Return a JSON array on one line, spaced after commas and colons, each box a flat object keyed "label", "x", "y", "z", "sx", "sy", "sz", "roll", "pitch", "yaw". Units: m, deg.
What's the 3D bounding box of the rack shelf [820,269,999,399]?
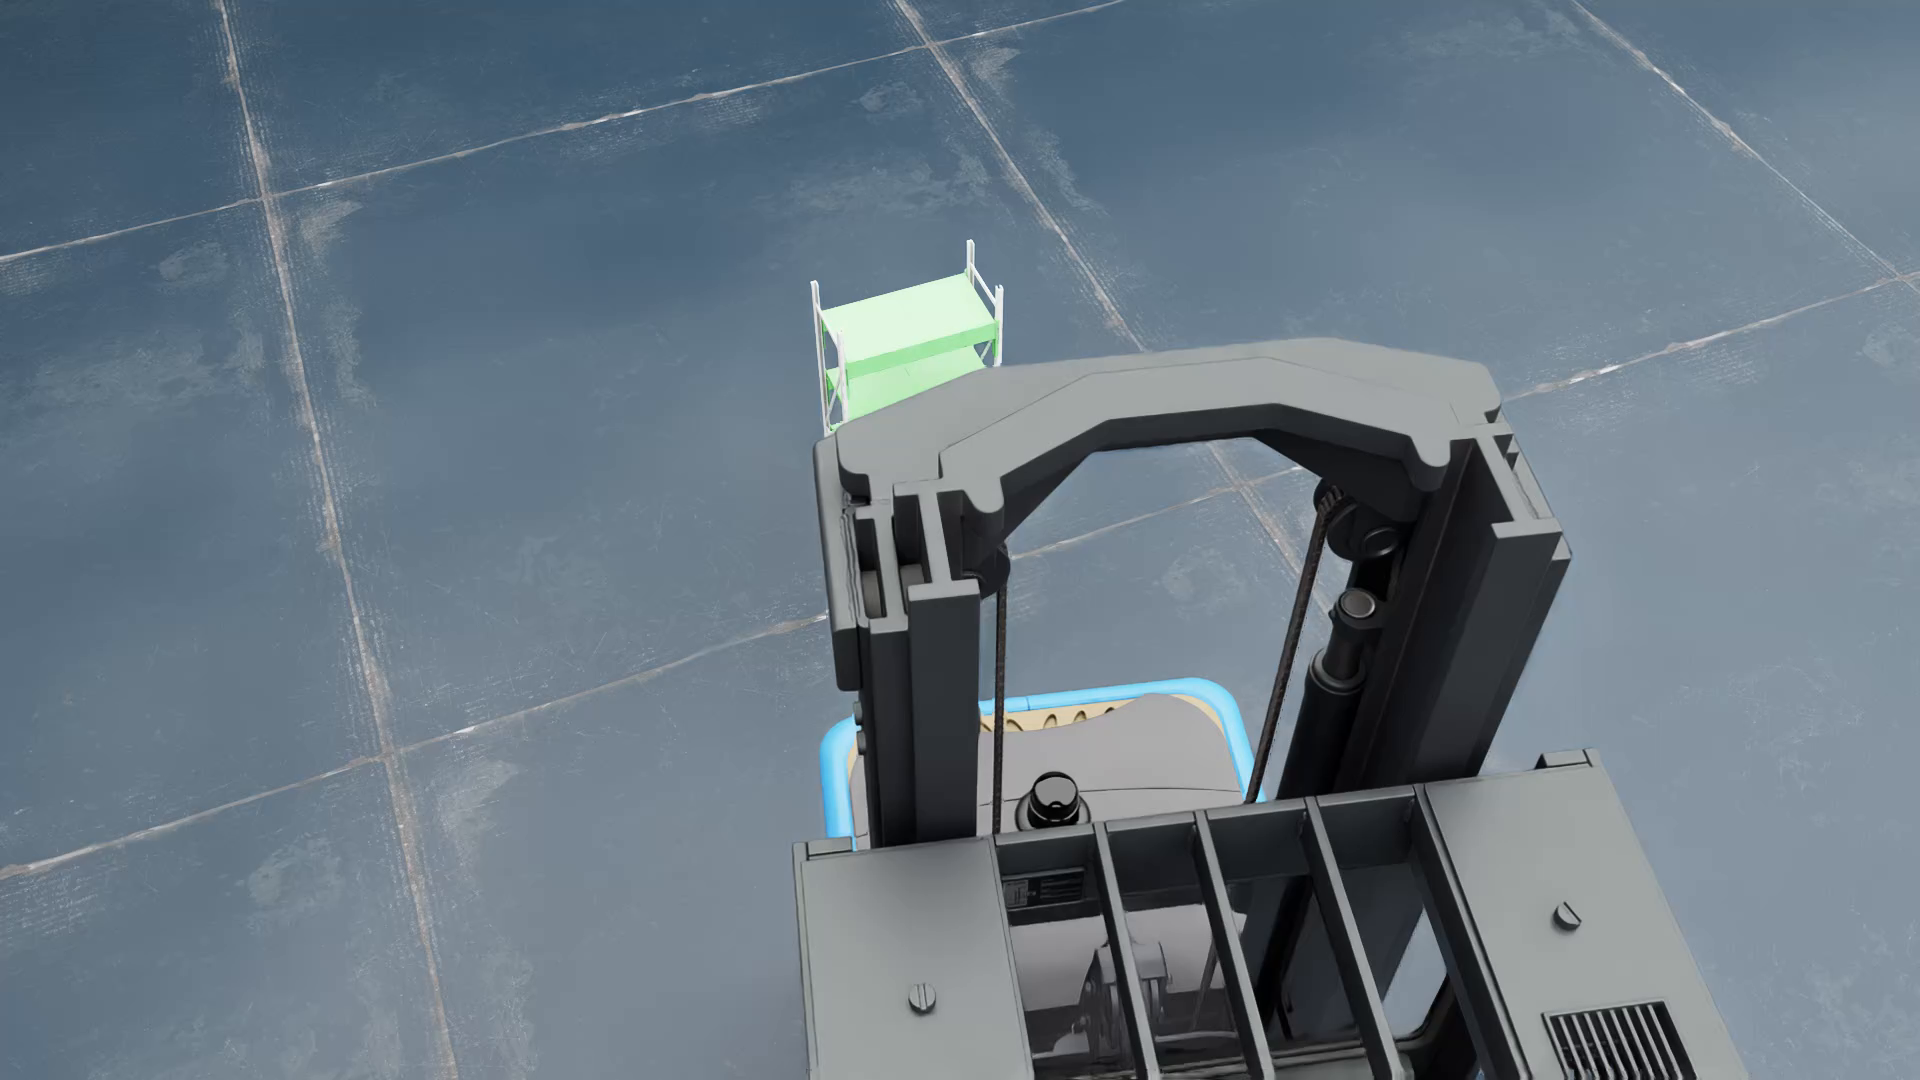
[{"label": "rack shelf", "x": -0.153, "y": -0.615, "z": 4.938, "sx": 0.480, "sy": 0.148, "sz": 0.258, "roll": -17, "pitch": 52, "yaw": -14}]

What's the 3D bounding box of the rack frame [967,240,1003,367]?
[{"label": "rack frame", "x": 0.073, "y": -0.413, "z": 5.314, "sx": 0.015, "sy": 1.200, "sz": 0.240, "roll": -17, "pitch": 52, "yaw": -14}]

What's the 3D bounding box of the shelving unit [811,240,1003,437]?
[{"label": "shelving unit", "x": -0.153, "y": -0.343, "z": 5.254, "sx": 0.503, "sy": 1.200, "sz": 0.258, "roll": -17, "pitch": 52, "yaw": -14}]

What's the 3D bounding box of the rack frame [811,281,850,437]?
[{"label": "rack frame", "x": -0.379, "y": -0.273, "z": 5.194, "sx": 0.015, "sy": 1.200, "sz": 0.240, "roll": -17, "pitch": 52, "yaw": -14}]

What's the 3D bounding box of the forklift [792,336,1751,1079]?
[{"label": "forklift", "x": 0.361, "y": 1.232, "z": 2.760, "sx": 1.130, "sy": 2.935, "sz": 3.031, "roll": -6, "pitch": 50, "yaw": -5}]

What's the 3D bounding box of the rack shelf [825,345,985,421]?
[{"label": "rack shelf", "x": -0.153, "y": -0.458, "z": 5.120, "sx": 0.480, "sy": 0.148, "sz": 0.258, "roll": -17, "pitch": 52, "yaw": -14}]

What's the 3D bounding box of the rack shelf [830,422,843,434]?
[{"label": "rack shelf", "x": -0.153, "y": -0.302, "z": 5.303, "sx": 0.480, "sy": 0.148, "sz": 0.258, "roll": -17, "pitch": 52, "yaw": -14}]
